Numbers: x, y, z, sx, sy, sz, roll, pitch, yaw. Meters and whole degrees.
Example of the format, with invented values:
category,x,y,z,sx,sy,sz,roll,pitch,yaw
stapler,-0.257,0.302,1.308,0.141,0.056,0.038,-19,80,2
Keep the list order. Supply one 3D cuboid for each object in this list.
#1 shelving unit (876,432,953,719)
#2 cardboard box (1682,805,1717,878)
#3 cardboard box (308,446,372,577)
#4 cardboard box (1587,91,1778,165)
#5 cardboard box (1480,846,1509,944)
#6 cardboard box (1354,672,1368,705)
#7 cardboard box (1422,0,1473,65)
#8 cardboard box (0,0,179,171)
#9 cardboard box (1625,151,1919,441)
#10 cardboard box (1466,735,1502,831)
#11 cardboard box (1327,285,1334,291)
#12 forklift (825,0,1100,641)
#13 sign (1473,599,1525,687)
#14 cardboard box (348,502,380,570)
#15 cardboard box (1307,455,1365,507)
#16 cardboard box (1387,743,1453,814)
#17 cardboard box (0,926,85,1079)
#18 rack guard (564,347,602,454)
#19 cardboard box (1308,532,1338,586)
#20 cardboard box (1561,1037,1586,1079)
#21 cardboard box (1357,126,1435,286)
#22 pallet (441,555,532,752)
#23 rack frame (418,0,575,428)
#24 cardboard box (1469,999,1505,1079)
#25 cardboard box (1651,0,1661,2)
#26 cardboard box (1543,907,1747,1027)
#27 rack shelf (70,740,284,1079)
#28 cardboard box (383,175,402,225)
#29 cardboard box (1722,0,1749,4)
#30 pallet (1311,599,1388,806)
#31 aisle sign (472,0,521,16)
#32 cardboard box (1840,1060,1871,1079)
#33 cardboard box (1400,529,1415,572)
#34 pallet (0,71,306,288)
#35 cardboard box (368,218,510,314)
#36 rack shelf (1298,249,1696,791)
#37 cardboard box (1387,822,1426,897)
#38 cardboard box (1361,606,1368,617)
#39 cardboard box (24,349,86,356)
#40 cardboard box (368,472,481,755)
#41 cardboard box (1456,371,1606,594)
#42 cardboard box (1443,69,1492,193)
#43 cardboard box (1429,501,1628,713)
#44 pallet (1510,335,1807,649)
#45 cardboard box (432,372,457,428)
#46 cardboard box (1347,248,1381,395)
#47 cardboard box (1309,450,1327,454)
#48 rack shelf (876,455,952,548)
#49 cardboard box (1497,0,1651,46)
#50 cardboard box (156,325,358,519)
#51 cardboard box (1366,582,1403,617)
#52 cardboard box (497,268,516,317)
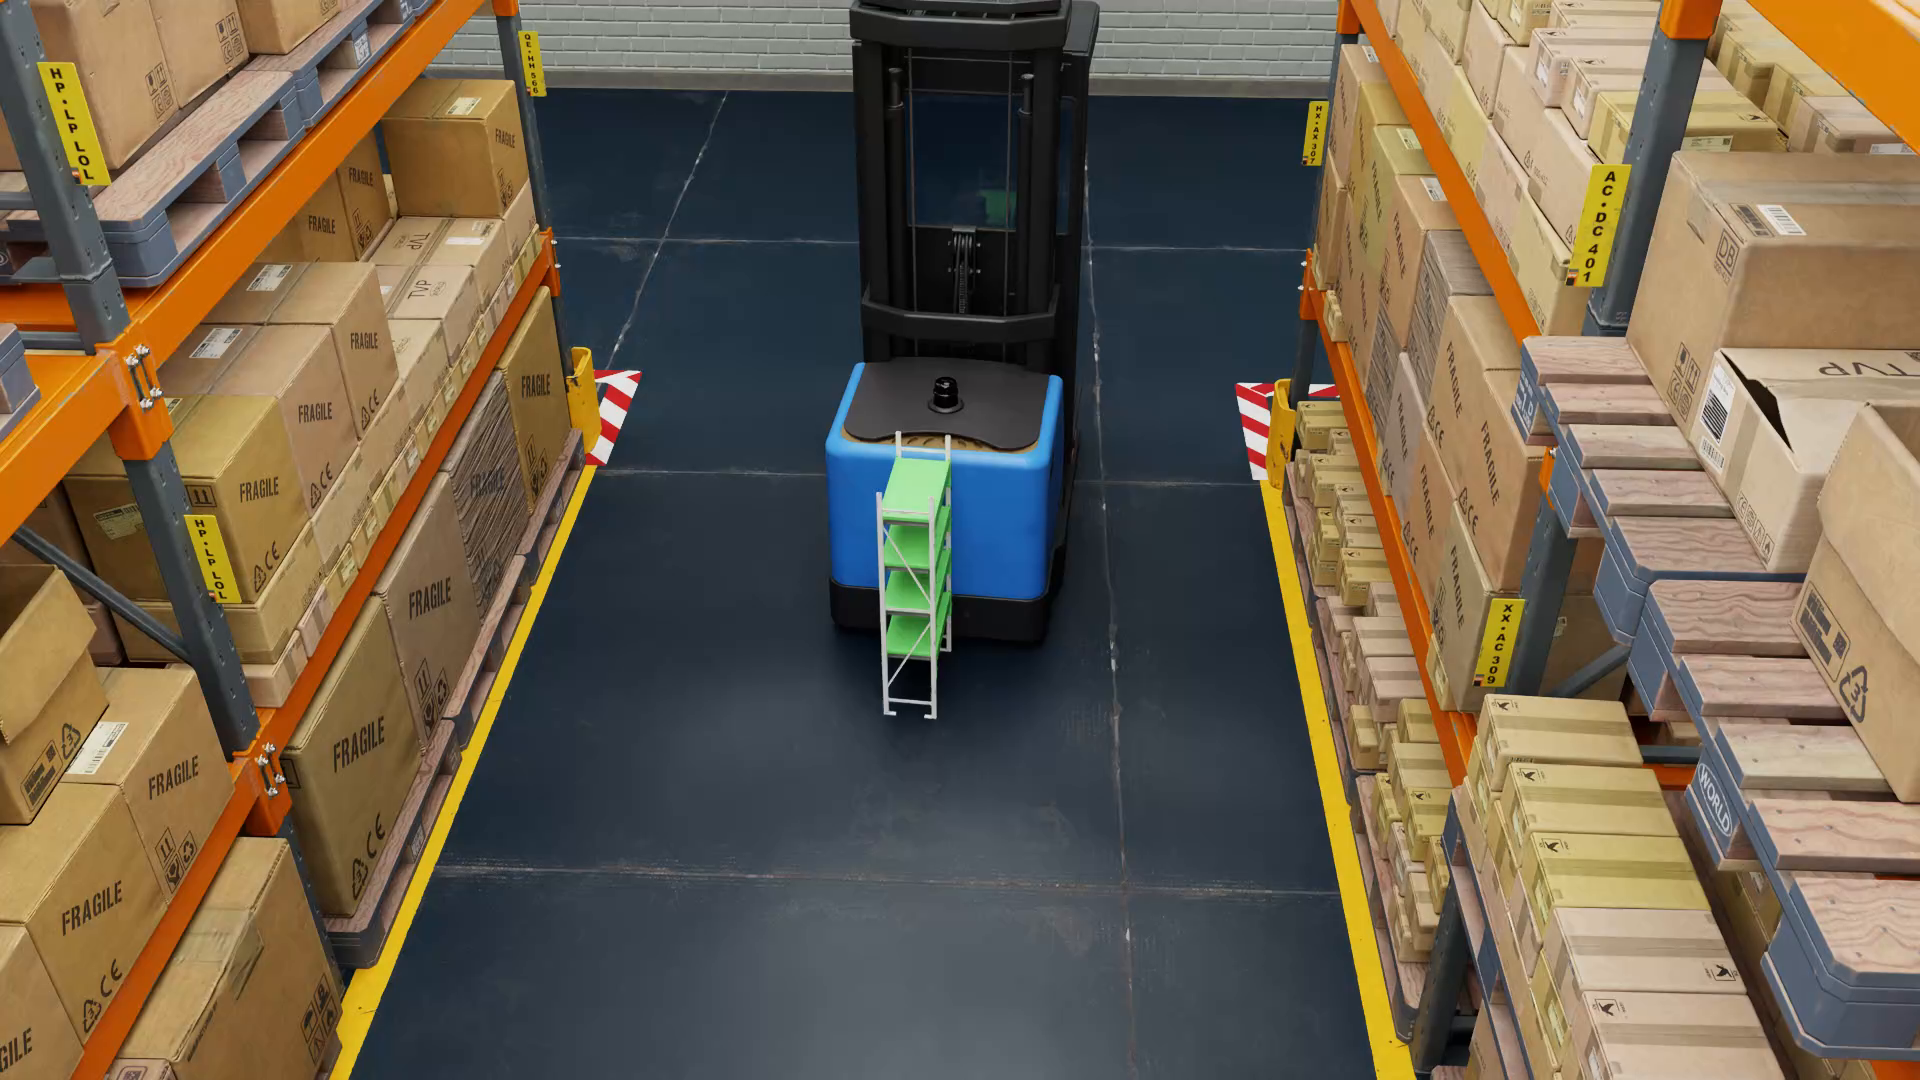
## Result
category,x,y,z,sx,sy,sz,roll,pitch,yaw
shelving unit,-0.193,0.168,7.413,0.258,1.200,0.503,4,35,6
cardboard box,2.314,0.831,4.758,0.380,0.149,0.250,1,35,1
cardboard box,-2.514,-0.115,6.122,0.500,0.250,0.500,1,35,2
cardboard box,1.872,-1.052,4.324,0.380,0.149,0.250,0,35,0
cardboard box,1.652,0.974,4.555,0.380,0.149,0.250,2,35,3
cardboard box,1.927,0.686,7.225,0.380,0.149,0.250,2,35,3
cardboard box,1.945,-1.874,5.841,0.500,0.250,0.500,0,35,0
cardboard box,-2.848,-1.437,4.984,0.700,0.500,0.500,-1,35,-1
cardboard box,2.007,-0.557,3.819,0.700,0.500,0.500,1,35,2
cardboard box,1.657,0.692,4.696,0.380,0.149,0.250,2,35,3
cardboard box,1.984,-1.202,8.016,0.380,0.149,0.250,3,35,4
forklift,0.082,-1.554,8.357,1.130,2.935,3.031,4,35,6
sign,1.590,0.305,4.900,0.100,0.325,0.005,1,35,2
cardboard box,-2.446,-0.018,6.331,0.380,0.149,0.250,0,35,1
cardboard box,1.904,-0.283,8.087,0.380,0.149,0.250,1,35,2
cardboard box,1.860,0.917,6.379,0.380,0.149,0.250,1,35,1
cardboard box,-2.606,1.313,4.131,0.500,0.500,0.500,1,35,1
rack guard,-2.658,-0.794,9.391,1.175,0.500,0.348,1,35,2
cardboard box,1.901,0.097,8.063,0.380,0.149,0.250,2,35,2
cardboard box,1.620,1.294,3.840,0.380,0.149,0.250,3,35,4
cardboard box,1.953,-1.362,6.810,0.500,0.500,0.500,1,35,1
pallet,-2.664,0.498,7.804,1.003,0.211,1.213,1,35,2
rack frame,-2.659,-1.803,8.653,1.000,3.000,0.127,1,35,2
cardboard box,1.839,1.630,4.924,0.500,0.250,0.500,0,35,0
cardboard box,2.450,-1.549,5.378,0.500,0.250,0.500,2,35,3
cardboard box,1.627,1.022,3.969,0.380,0.149,0.250,1,35,1
rack shelf,-2.900,1.938,3.955,1.077,0.370,4.000,1,35,2
cardboard box,-2.948,-1.594,8.227,0.500,0.250,0.500,0,35,1
cardboard box,2.430,-1.626,5.141,0.380,0.149,0.250,0,35,0
pallet,2.170,0.719,7.489,1.003,0.211,1.213,1,35,2
aisle sign,-2.356,-2.901,7.954,0.394,0.787,0.004,1,35,2
cardboard box,2.273,1.310,3.817,0.380,0.149,0.250,0,35,-1
cardboard box,1.898,-0.006,6.314,0.380,0.149,0.250,0,35,0
pallet,-2.776,-1.166,5.214,1.003,0.211,1.213,1,35,2
cardboard box,-2.434,-1.288,7.791,0.500,0.250,0.500,1,35,1
rack shelf,2.213,-0.187,6.979,1.077,0.370,4.000,1,35,2
cardboard box,1.826,1.196,6.240,0.380,0.149,0.250,0,35,0
cardboard box,2.023,0.292,7.527,0.380,0.149,0.250,3,35,4
cardboard box,-3.044,-0.430,5.919,0.500,0.500,0.500,2,35,2
cardboard box,-2.677,0.298,7.146,0.875,0.875,0.875,1,35,2
cardboard box,1.881,-0.181,5.129,0.500,0.500,0.500,0,35,0
cardboard box,1.934,-1.365,5.551,0.500,0.250,0.500,1,35,1
cardboard box,1.870,0.220,5.428,0.500,0.500,0.500,1,35,2
pallet,2.001,-0.131,3.828,1.213,0.211,1.003,1,35,2
cardboard box,-2.406,-0.610,7.174,0.380,0.149,0.250,2,35,3
cardboard box,1.971,-0.953,7.097,0.500,0.500,0.500,2,35,3
cardboard box,2.016,-0.463,8.601,0.380,0.149,0.250,3,35,4
rack shelf,-0.193,-0.172,7.174,0.258,0.148,0.480,4,35,6
cardboard box,1.906,-1.651,5.177,0.380,0.149,0.250,0,35,0
cardboard box,-2.517,-0.424,5.910,0.500,0.500,0.500,1,35,2
cardboard box,1.985,0.317,7.233,0.380,0.149,0.250,1,35,2
cardboard box,-2.364,-1.194,8.004,0.380,0.149,0.250,1,35,2
